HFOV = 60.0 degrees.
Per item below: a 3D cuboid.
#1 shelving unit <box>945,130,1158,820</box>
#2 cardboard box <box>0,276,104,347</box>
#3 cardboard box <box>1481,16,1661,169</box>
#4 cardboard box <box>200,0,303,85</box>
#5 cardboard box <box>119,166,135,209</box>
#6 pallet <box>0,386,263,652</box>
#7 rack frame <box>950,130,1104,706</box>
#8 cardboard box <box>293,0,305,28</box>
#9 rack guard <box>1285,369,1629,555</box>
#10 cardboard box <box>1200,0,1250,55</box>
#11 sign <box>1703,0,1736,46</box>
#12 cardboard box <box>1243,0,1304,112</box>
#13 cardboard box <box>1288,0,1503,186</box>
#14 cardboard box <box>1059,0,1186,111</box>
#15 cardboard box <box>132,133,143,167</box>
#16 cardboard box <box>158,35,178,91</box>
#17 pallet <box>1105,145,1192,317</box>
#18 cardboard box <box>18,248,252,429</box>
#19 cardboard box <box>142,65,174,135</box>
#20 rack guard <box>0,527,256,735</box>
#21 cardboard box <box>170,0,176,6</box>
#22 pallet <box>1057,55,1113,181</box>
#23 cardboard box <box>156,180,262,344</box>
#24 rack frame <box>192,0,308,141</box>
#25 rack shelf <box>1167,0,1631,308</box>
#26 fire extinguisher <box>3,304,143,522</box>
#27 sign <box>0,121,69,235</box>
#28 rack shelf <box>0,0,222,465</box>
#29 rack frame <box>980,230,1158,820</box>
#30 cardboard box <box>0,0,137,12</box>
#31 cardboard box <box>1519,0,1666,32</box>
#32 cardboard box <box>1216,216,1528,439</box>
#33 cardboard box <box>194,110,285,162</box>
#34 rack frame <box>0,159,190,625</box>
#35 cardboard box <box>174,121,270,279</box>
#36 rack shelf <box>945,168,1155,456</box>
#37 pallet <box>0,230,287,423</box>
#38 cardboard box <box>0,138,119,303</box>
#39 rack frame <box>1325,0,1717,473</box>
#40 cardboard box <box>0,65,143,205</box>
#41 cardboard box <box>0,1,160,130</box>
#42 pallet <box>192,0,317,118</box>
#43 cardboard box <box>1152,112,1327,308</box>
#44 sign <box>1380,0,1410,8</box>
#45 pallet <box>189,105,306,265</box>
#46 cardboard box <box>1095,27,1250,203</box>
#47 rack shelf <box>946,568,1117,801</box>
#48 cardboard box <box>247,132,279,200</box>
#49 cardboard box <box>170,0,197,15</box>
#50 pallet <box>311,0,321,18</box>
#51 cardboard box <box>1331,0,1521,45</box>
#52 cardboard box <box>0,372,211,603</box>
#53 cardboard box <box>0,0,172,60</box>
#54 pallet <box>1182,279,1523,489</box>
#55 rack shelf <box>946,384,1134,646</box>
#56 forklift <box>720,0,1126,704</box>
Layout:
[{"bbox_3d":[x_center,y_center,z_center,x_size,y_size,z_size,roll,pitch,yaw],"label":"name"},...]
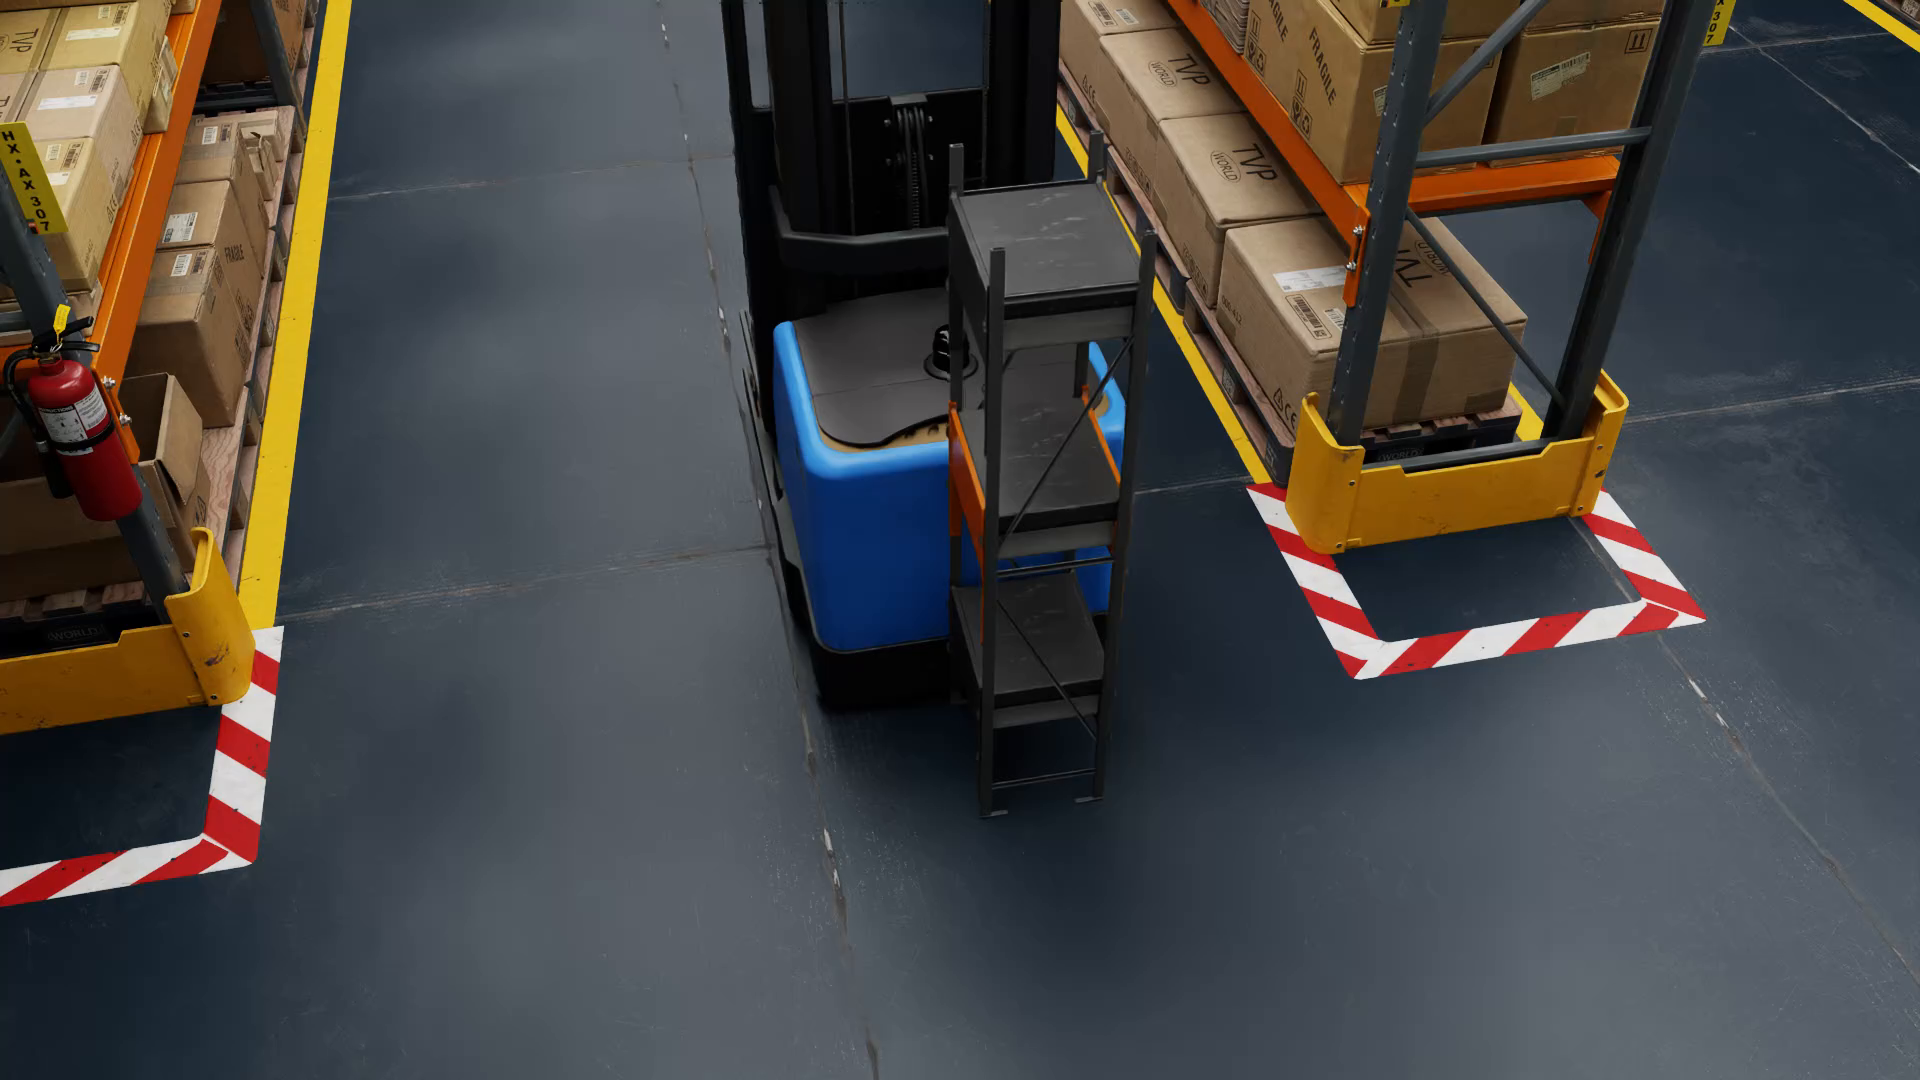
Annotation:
[{"bbox_3d":[0.215,-0.084,4.757,0.431,2.100,0.503,-8,43,-8],"label":"shelving unit"},{"bbox_3d":[-2.809,-0.714,4.984,0.380,0.149,0.250,-9,42,-10],"label":"cardboard box"},{"bbox_3d":[2.016,-1.659,5.784,0.500,0.500,0.500,-9,42,-10],"label":"cardboard box"},{"bbox_3d":[-3.754,-2.717,8.617,0.500,0.500,0.500,-7,42,-7],"label":"cardboard box"},{"bbox_3d":[-2.995,-1.210,5.543,0.380,0.149,0.250,-7,42,-8],"label":"cardboard box"},{"bbox_3d":[-3.196,-0.079,6.180,1.003,0.211,1.213,-8,42,-9],"label":"pallet"},{"bbox_3d":[0.168,-0.245,4.934,0.400,2.100,0.015,-8,43,-8],"label":"rack frame"},{"bbox_3d":[-3.879,-3.060,9.005,0.500,0.500,0.500,-9,42,-10],"label":"cardboard box"},{"bbox_3d":[1.845,-0.319,6.233,1.175,0.500,0.348,-8,42,-9],"label":"rack guard"},{"bbox_3d":[1.263,-2.241,6.440,0.500,0.500,0.500,-7,42,-8],"label":"cardboard box"},{"bbox_3d":[2.383,-1.698,5.192,0.100,0.325,0.005,-8,42,-9],"label":"sign"},{"bbox_3d":[1.383,-1.909,6.066,0.500,0.500,0.500,-9,42,-10],"label":"cardboard box"},{"bbox_3d":[1.477,-1.582,5.697,0.500,0.500,0.500,-8,42,-9],"label":"cardboard box"},{"bbox_3d":[1.007,-2.639,8.577,0.875,0.438,0.875,-9,42,-10],"label":"cardboard box"},{"bbox_3d":[-3.058,-1.382,5.736,0.380,0.149,0.250,-8,42,-9],"label":"cardboard box"},{"bbox_3d":[-3.116,-1.724,6.122,0.380,0.149,0.250,-7,42,-8],"label":"cardboard box"},{"bbox_3d":[1.331,-1.523,7.807,1.003,0.211,1.213,-8,42,-9],"label":"pallet"},{"bbox_3d":[-3.192,-0.748,6.399,0.700,0.500,0.500,-7,42,-8],"label":"cardboard box"},{"bbox_3d":[-3.039,-1.556,5.933,0.380,0.149,0.250,-9,42,-11],"label":"cardboard box"},{"bbox_3d":[-3.023,0.330,5.502,1.175,0.500,0.348,-8,42,-9],"label":"rack guard"},{"bbox_3d":[-3.304,-2.261,6.426,0.500,0.250,0.500,-9,42,-10],"label":"cardboard box"},{"bbox_3d":[1.064,-2.315,8.699,1.003,0.211,1.213,-8,42,-9],"label":"pallet"},{"bbox_3d":[-3.209,-1.105,6.802,0.500,0.500,0.500,-8,42,-8],"label":"cardboard box"},{"bbox_3d":[-3.870,-3.149,7.537,1.000,3.000,0.127,-8,42,-9],"label":"rack frame"},{"bbox_3d":[1.408,-2.297,7.120,1.077,0.370,4.000,-8,42,-9],"label":"rack shelf"},{"bbox_3d":[-2.523,-0.358,4.733,0.296,0.674,0.183,-8,42,-9],"label":"fire extinguisher"},{"bbox_3d":[-2.477,-0.957,4.417,0.100,0.325,0.005,-8,42,-9],"label":"sign"},{"bbox_3d":[-3.438,-1.583,6.316,1.077,0.370,4.000,-8,42,-9],"label":"rack shelf"},{"bbox_3d":[0.263,0.078,4.581,0.400,2.100,0.015,-8,43,-8],"label":"rack frame"},{"bbox_3d":[-3.165,-2.196,5.789,0.500,0.500,0.500,-7,42,-8],"label":"cardboard box"},{"bbox_3d":[2.014,-2.033,5.452,0.500,0.500,0.500,-9,42,-10],"label":"cardboard box"},{"bbox_3d":[1.599,-0.882,6.597,0.875,0.438,0.875,-10,43,-11],"label":"cardboard box"},{"bbox_3d":[-3.463,-1.920,7.985,0.380,0.149,0.250,-10,42,-11],"label":"cardboard box"},{"bbox_3d":[-3.006,-0.556,4.617,1.000,3.000,0.127,-8,42,-9],"label":"rack frame"},{"bbox_3d":[-3.416,-1.421,7.157,0.700,0.500,0.500,-10,43,-11],"label":"cardboard box"},{"bbox_3d":[0.218,-0.591,4.294,0.431,0.518,0.480,-8,43,-8],"label":"rack shelf"},{"bbox_3d":[-3.456,-0.868,7.069,1.003,0.211,1.213,-8,42,-9],"label":"pallet"},{"bbox_3d":[-2.841,-0.944,4.942,0.500,0.250,0.500,-8,42,-9],"label":"cardboard box"},{"bbox_3d":[1.839,-1.269,5.420,1.000,3.000,0.127,-8,42,-9],"label":"rack frame"},{"bbox_3d":[-2.950,-1.270,5.311,0.500,0.250,0.500,-8,42,-9],"label":"cardboard box"},{"bbox_3d":[-3.063,-1.598,5.680,0.500,0.250,0.500,-9,42,-10],"label":"cardboard box"},{"bbox_3d":[-4.082,-2.627,9.051,1.003,0.211,1.213,-8,42,-9],"label":"pallet"},{"bbox_3d":[1.394,-1.474,7.264,0.875,0.438,0.875,-7,42,-8],"label":"cardboard box"},{"bbox_3d":[1.307,-1.722,4.880,0.100,0.325,0.005,-8,42,-9],"label":"sign"},{"bbox_3d":[-3.722,-1.660,7.962,1.003,0.211,1.213,-8,42,-9],"label":"pallet"},{"bbox_3d":[1.201,-2.059,7.923,0.875,0.438,0.875,-10,42,-11],"label":"cardboard box"},{"bbox_3d":[0.213,0.443,5.238,0.431,0.518,0.480,-8,43,-8],"label":"rack shelf"},{"bbox_3d":[-3.386,-1.733,7.686,0.396,0.266,0.258,-7,42,-8],"label":"cardboard box"},{"bbox_3d":[-3.285,-2.218,6.678,0.380,0.149,0.250,-9,42,-10],"label":"cardboard box"},{"bbox_3d":[-4.349,-3.420,9.944,1.003,0.211,1.213,-8,42,-9],"label":"pallet"},{"bbox_3d":[1.503,-1.959,5.369,0.500,0.500,0.500,-7,42,-8],"label":"cardboard box"},{"bbox_3d":[-3.046,-0.189,5.768,0.797,0.503,0.637,-10,43,-11],"label":"cardboard box"},{"bbox_3d":[-3.194,-1.927,6.050,0.500,0.250,0.500,-9,42,-10],"label":"cardboard box"},{"bbox_3d":[1.591,-0.734,6.917,1.003,0.211,1.213,-8,42,-9],"label":"pallet"},{"bbox_3d":[0.215,-0.074,4.766,0.431,0.518,0.480,-8,43,-8],"label":"rack shelf"},{"bbox_3d":[-0.269,-1.540,5.777,1.130,2.935,3.031,-8,42,-9],"label":"forklift"}]
